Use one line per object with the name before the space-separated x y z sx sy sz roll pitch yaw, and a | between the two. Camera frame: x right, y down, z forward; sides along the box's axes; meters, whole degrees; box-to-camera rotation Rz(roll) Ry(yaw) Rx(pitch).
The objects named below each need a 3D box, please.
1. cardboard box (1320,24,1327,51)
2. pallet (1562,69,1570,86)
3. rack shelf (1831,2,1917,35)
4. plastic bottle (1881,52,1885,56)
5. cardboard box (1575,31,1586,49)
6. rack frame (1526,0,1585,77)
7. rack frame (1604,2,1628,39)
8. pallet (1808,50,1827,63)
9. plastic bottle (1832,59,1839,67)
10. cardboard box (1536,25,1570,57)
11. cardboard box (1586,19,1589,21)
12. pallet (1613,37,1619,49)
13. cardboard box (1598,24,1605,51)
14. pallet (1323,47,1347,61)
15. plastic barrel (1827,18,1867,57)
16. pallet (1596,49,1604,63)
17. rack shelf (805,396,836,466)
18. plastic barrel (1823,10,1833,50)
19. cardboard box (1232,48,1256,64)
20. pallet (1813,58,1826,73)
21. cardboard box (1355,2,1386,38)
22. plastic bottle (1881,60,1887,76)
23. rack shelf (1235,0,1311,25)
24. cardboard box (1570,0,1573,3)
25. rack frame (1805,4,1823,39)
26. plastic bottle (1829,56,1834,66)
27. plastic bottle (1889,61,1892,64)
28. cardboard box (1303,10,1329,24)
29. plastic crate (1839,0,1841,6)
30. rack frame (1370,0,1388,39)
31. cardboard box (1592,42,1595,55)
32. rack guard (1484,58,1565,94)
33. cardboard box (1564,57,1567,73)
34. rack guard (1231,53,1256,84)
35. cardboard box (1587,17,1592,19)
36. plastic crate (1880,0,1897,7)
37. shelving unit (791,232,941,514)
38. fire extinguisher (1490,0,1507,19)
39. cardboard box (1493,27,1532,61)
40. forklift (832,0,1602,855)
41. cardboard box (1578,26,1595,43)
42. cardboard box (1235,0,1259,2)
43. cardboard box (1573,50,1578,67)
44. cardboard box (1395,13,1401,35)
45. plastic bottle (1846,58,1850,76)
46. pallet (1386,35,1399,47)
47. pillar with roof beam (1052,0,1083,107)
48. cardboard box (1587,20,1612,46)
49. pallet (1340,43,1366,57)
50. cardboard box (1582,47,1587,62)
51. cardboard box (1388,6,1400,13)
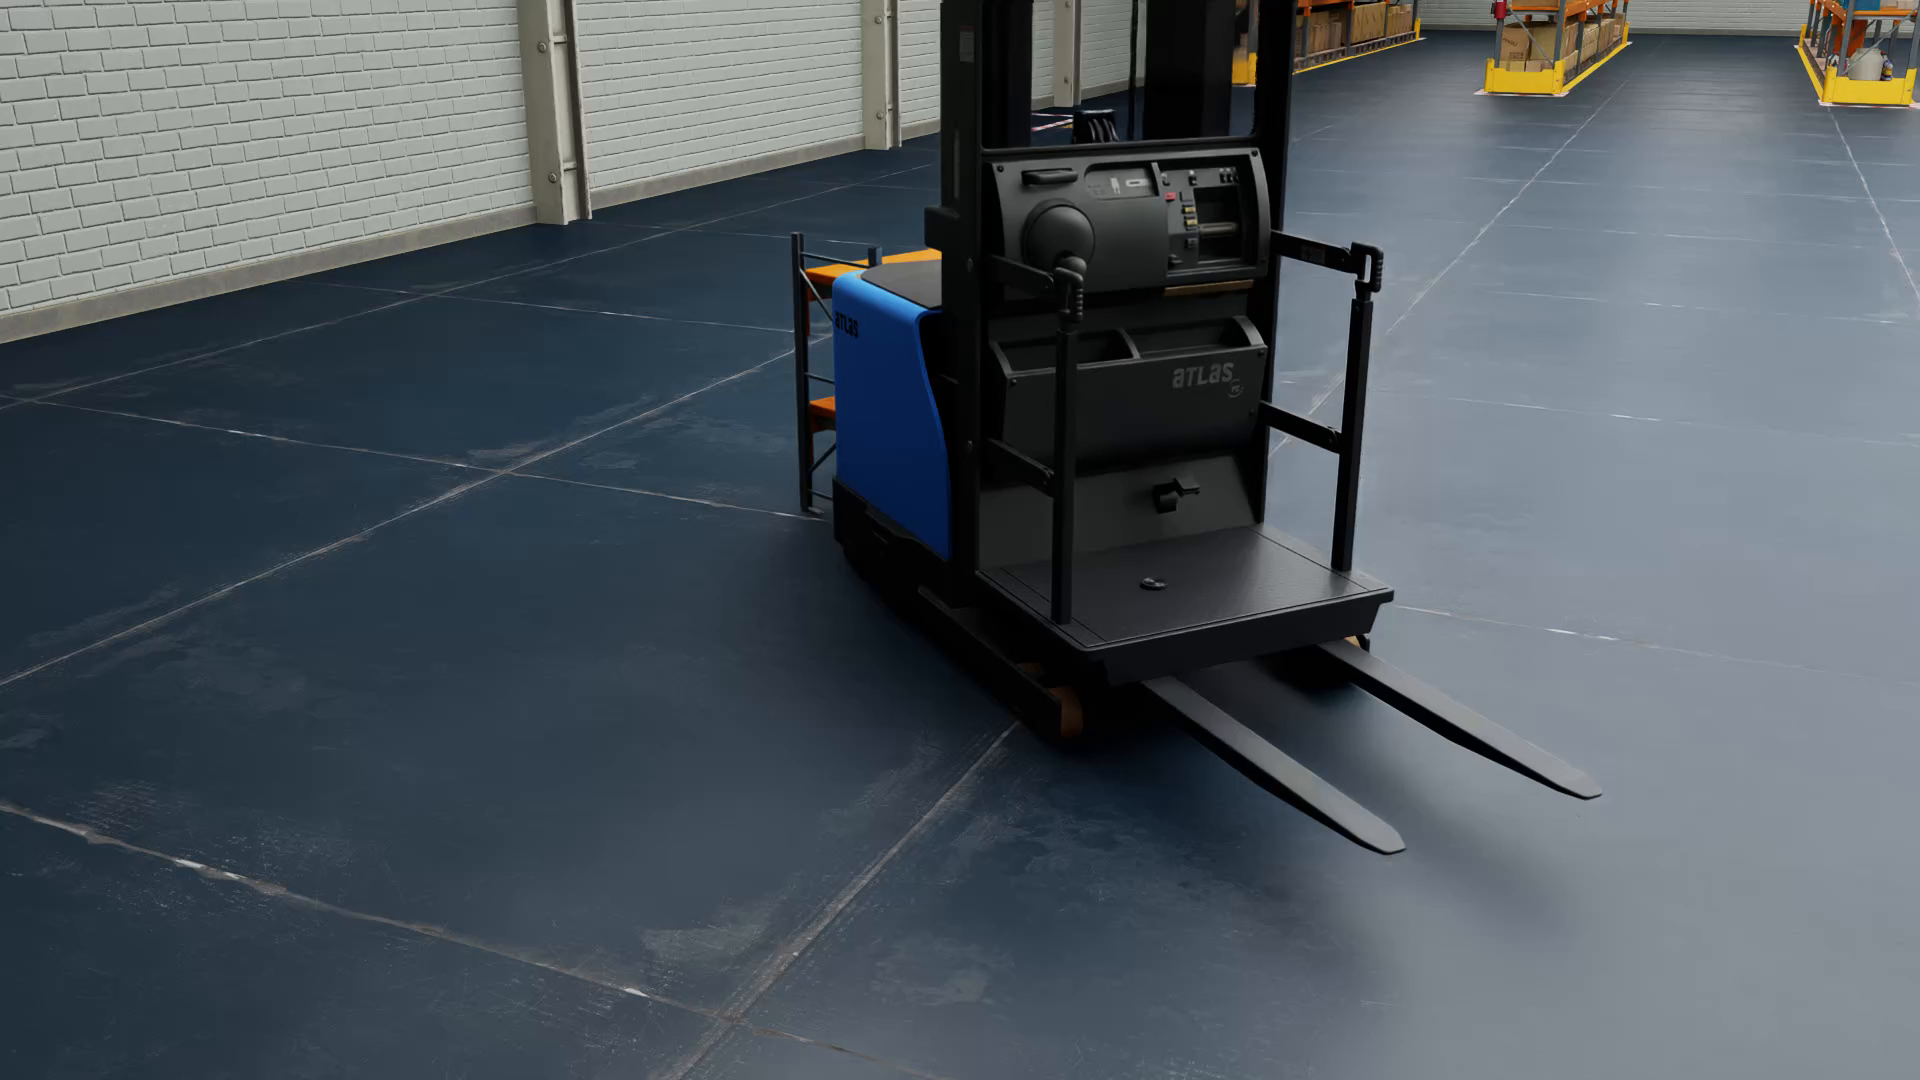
cardboard box | 7.051 -10.240 33.860 0.700 0.500 0.500 8 21 22
pallet | 9.814 -7.908 28.390 1.003 0.211 1.213 9 21 23
rack shelf | 14.375 -8.202 26.130 1.077 0.370 4.000 9 21 23
plastic bottle | 15.114 -7.817 27.269 0.144 0.351 0.185 7 21 20
cardboard box | 11.073 -9.092 30.199 0.500 0.311 0.500 9 21 23
rack frame | 10.676 -9.834 29.643 1.000 3.000 0.127 9 21 23
rack frame | 15.590 -13.502 39.958 1.000 3.000 0.127 9 21 23
pallet | 17.617 -9.680 33.373 1.003 0.211 1.213 9 21 23
plastic bottle | 14.036 -7.549 26.627 0.152 0.276 0.135 9 21 23
cardboard box | 9.857 -8.308 27.710 0.500 0.500 0.500 9 21 23
cardboard box | 13.323 -11.030 36.080 0.500 0.500 0.500 9 21 23
pallet | 14.732 -11.549 38.629 1.003 0.211 1.213 9 21 23
cardboard box | 12.761 -10.186 33.707 0.500 0.500 0.500 10 22 25
pallet | 7.472 -10.182 34.785 1.003 0.211 1.213 9 21 23
plastic barrel | 17.016 -9.703 31.887 0.600 0.830 0.708 9 21 23
pallet | 12.654 -9.966 34.176 1.003 0.211 1.213 9 21 23
rack shelf | -0.107 -0.495 6.911 1.000 0.278 0.538 -18 26 -41
plastic barrel | 17.941 -10.427 33.817 0.600 0.901 0.708 9 21 23
cardboard box | 4.883 -8.429 29.050 0.500 0.311 0.500 6 20 17
pallet | 16.479 -8.830 30.983 1.003 0.211 1.213 9 21 23
cardboard box | 9.284 -11.926 38.109 0.750 0.750 0.750 9 21 23
plastic bottle | 14.847 -7.561 26.667 0.097 0.271 0.097 0 20 0
rack shelf | 5.336 -9.562 29.953 1.077 0.370 4.000 9 21 23
cardboard box | 10.081 -9.429 28.357 0.700 0.500 0.500 9 21 24
rack frame | 20.108 -12.821 38.044 1.000 3.000 0.127 9 21 23
plastic bottle | 14.302 -7.788 27.288 0.061 0.283 0.133 10 22 25
plastic bottle | 14.692 -7.436 26.298 0.061 0.283 0.133 9 21 24
cardboard box | 7.255 -10.725 34.104 0.500 0.250 0.500 9 21 24
plastic crate | 14.380 -8.677 26.706 0.450 0.188 0.662 9 21 23
rack frame | 9.431 -12.958 38.428 1.000 3.000 0.127 9 21 23
cardboard box | 12.113 -9.606 32.481 0.500 0.250 0.500 8 21 22
rack guard | 9.028 -7.426 26.603 1.175 0.500 0.348 9 21 23
cardboard box | 9.867 -7.953 27.831 0.500 0.250 0.500 9 21 23
rack guard | 4.548 -8.135 28.597 1.175 0.500 0.348 9 21 23
cardboard box | 13.927 -11.522 37.464 0.500 0.500 0.500 9 21 23
plastic crate | 14.760 -8.497 26.279 0.530 0.136 0.437 9 21 23
shelving unit | -0.107 -0.725 6.829 1.048 1.125 0.538 -18 26 -41
fire extinguisher | 8.566 -8.602 26.295 0.296 0.674 0.183 9 21 23
cardboard box | 8.986 -8.071 27.045 0.500 0.500 0.500 9 21 23
forklift | 0.617 -0.961 4.797 1.130 2.935 3.031 -9 22 -24
cardboard box | 11.908 -9.715 31.950 0.500 0.311 0.500 8 21 22
cardboard box | 5.007 -9.334 28.432 0.500 0.250 0.500 8 21 21
cardboard box | 10.686 -8.564 29.551 0.500 0.250 0.500 9 21 23
cardboard box | 10.252 -12.502 40.250 0.700 0.500 0.500 9 22 24
plastic bottle | 14.379 -7.687 27.014 0.152 0.276 0.135 9 21 23
pallet | 9.814 -11.866 39.518 1.003 0.211 1.213 9 21 23
pillar with roof beam | 5.485 -10.024 21.225 9.100 9.000 0.400 9 21 23
cardboard box | 13.596 -10.815 35.477 0.500 0.500 0.500 9 21 23
pallet | 8.185 -10.652 36.105 1.003 0.211 1.213 9 21 23
cardboard box | 11.278 -8.981 30.723 0.500 0.250 0.500 9 22 24
cardboard box | 10.351 -12.737 39.943 0.380 0.149 0.250 8 21 21
